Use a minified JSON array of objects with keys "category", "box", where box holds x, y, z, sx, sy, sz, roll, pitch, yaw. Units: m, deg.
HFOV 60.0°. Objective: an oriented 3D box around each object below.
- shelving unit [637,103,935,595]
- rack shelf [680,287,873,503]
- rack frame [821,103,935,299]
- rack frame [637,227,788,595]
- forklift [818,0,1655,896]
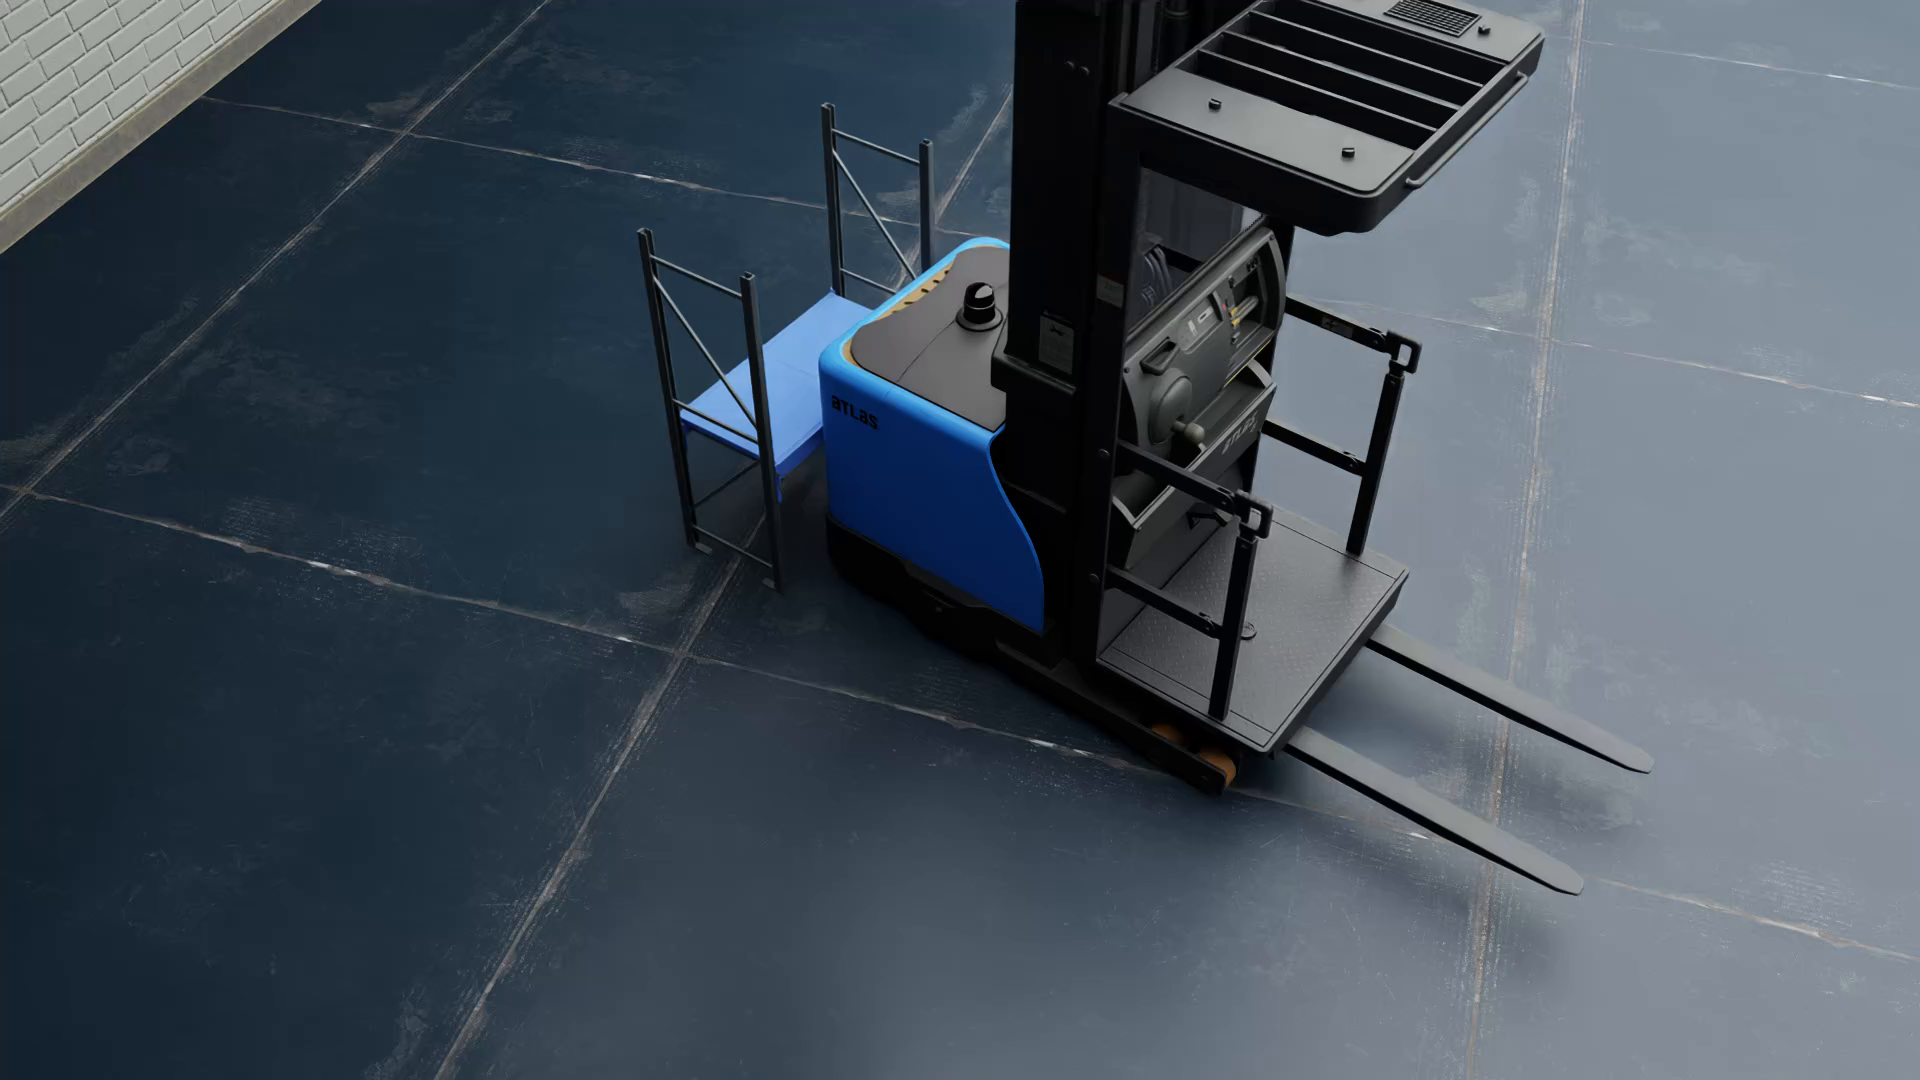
[{"category":"shelving unit","box":[-0.601,-0.721,6.414,0.538,1.500,1.048,26,50,24]},{"category":"rack shelf","box":[-0.601,-0.592,6.540,0.538,0.185,1.000,26,50,24]},{"category":"rack frame","box":[-0.312,-1.013,6.713,0.500,1.500,0.032,26,50,24]},{"category":"rack frame","box":[-0.891,-0.428,6.115,0.500,1.500,0.032,26,50,24]},{"category":"forklift","box":[0.959,-0.585,5.253,3.031,2.935,1.130,28,51,26]}]
